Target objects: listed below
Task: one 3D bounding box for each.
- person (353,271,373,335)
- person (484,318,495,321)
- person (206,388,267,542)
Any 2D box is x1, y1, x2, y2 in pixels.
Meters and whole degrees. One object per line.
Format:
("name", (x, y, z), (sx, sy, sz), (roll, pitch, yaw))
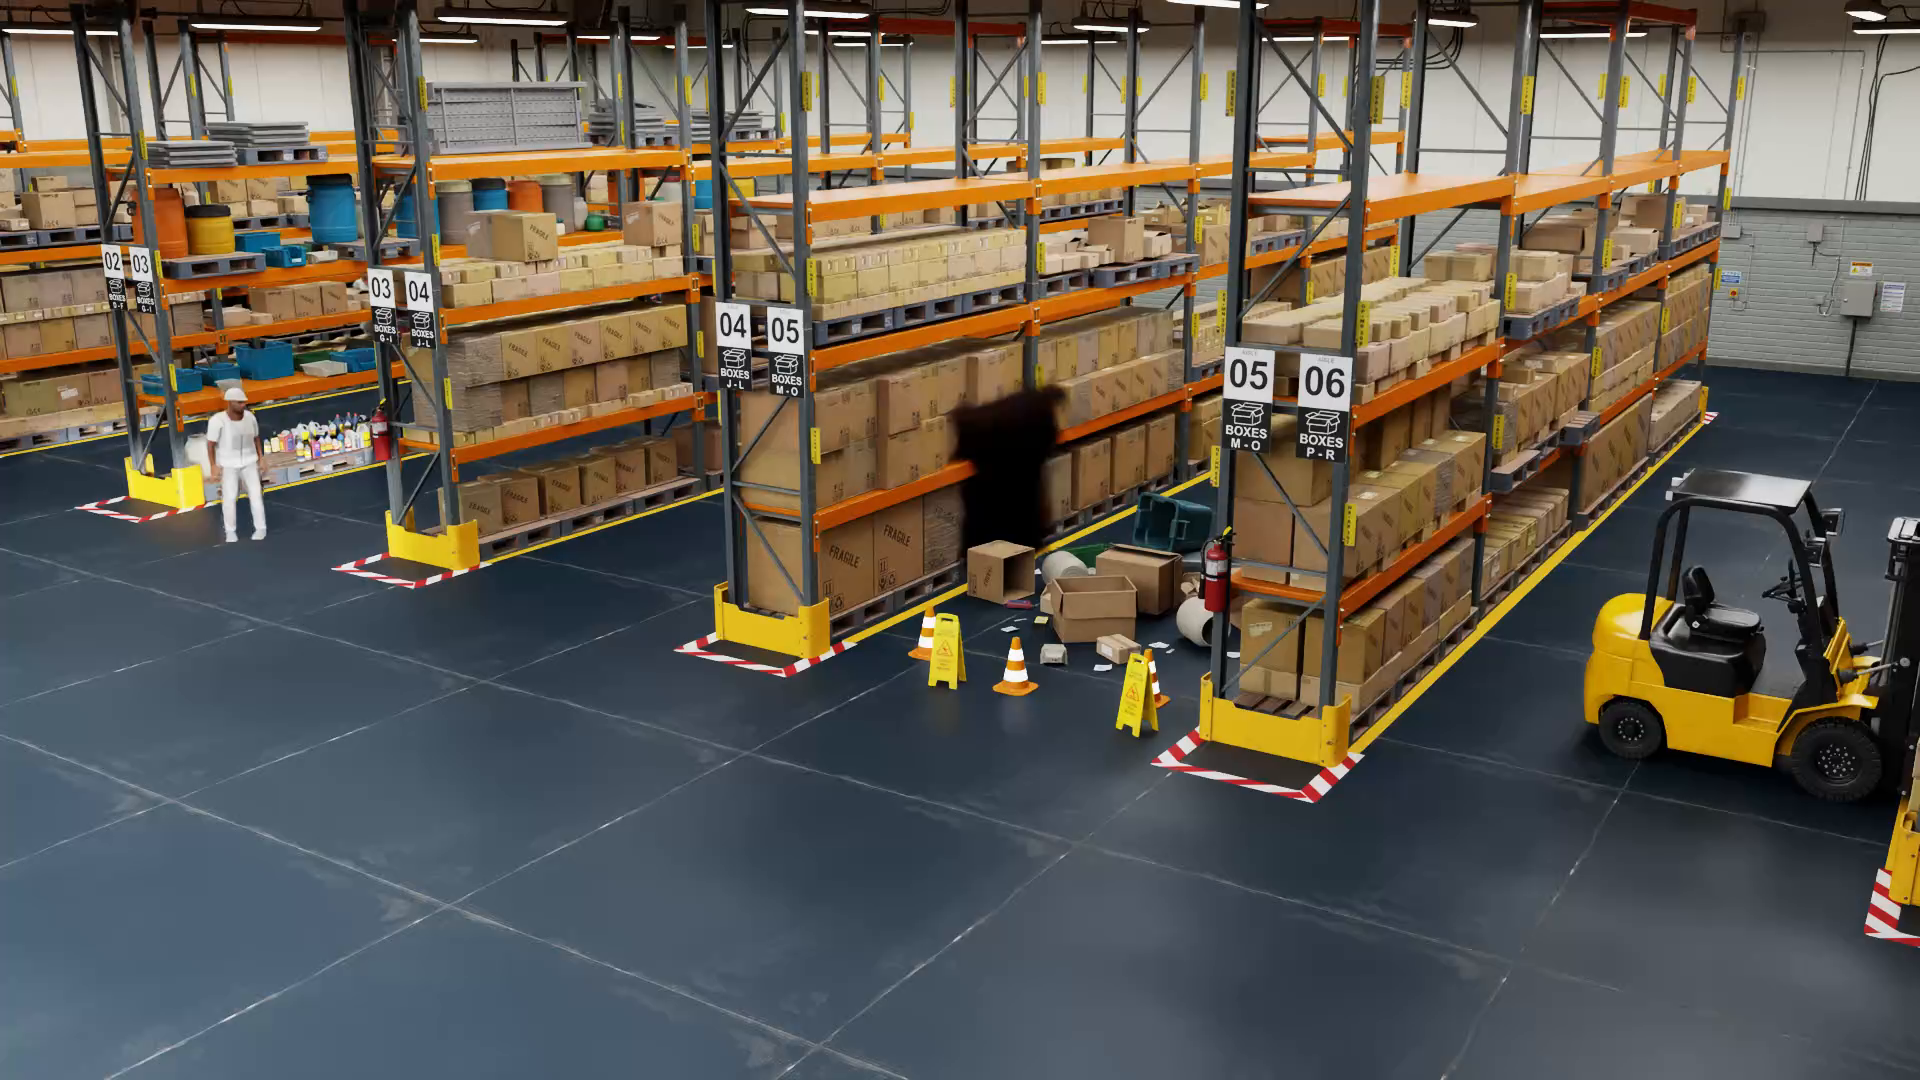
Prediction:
("person", (-11.105, -4.305, 31.358), (0.445, 1.797, 0.569), (9, 18, 31))
("person", (-7.569, -3.063, 27.193), (0.419, 1.626, 0.928), (13, 20, 38))
("person", (-8.265, -0.868, 19.040), (0.646, 1.770, 0.434), (-12, 19, -36))
